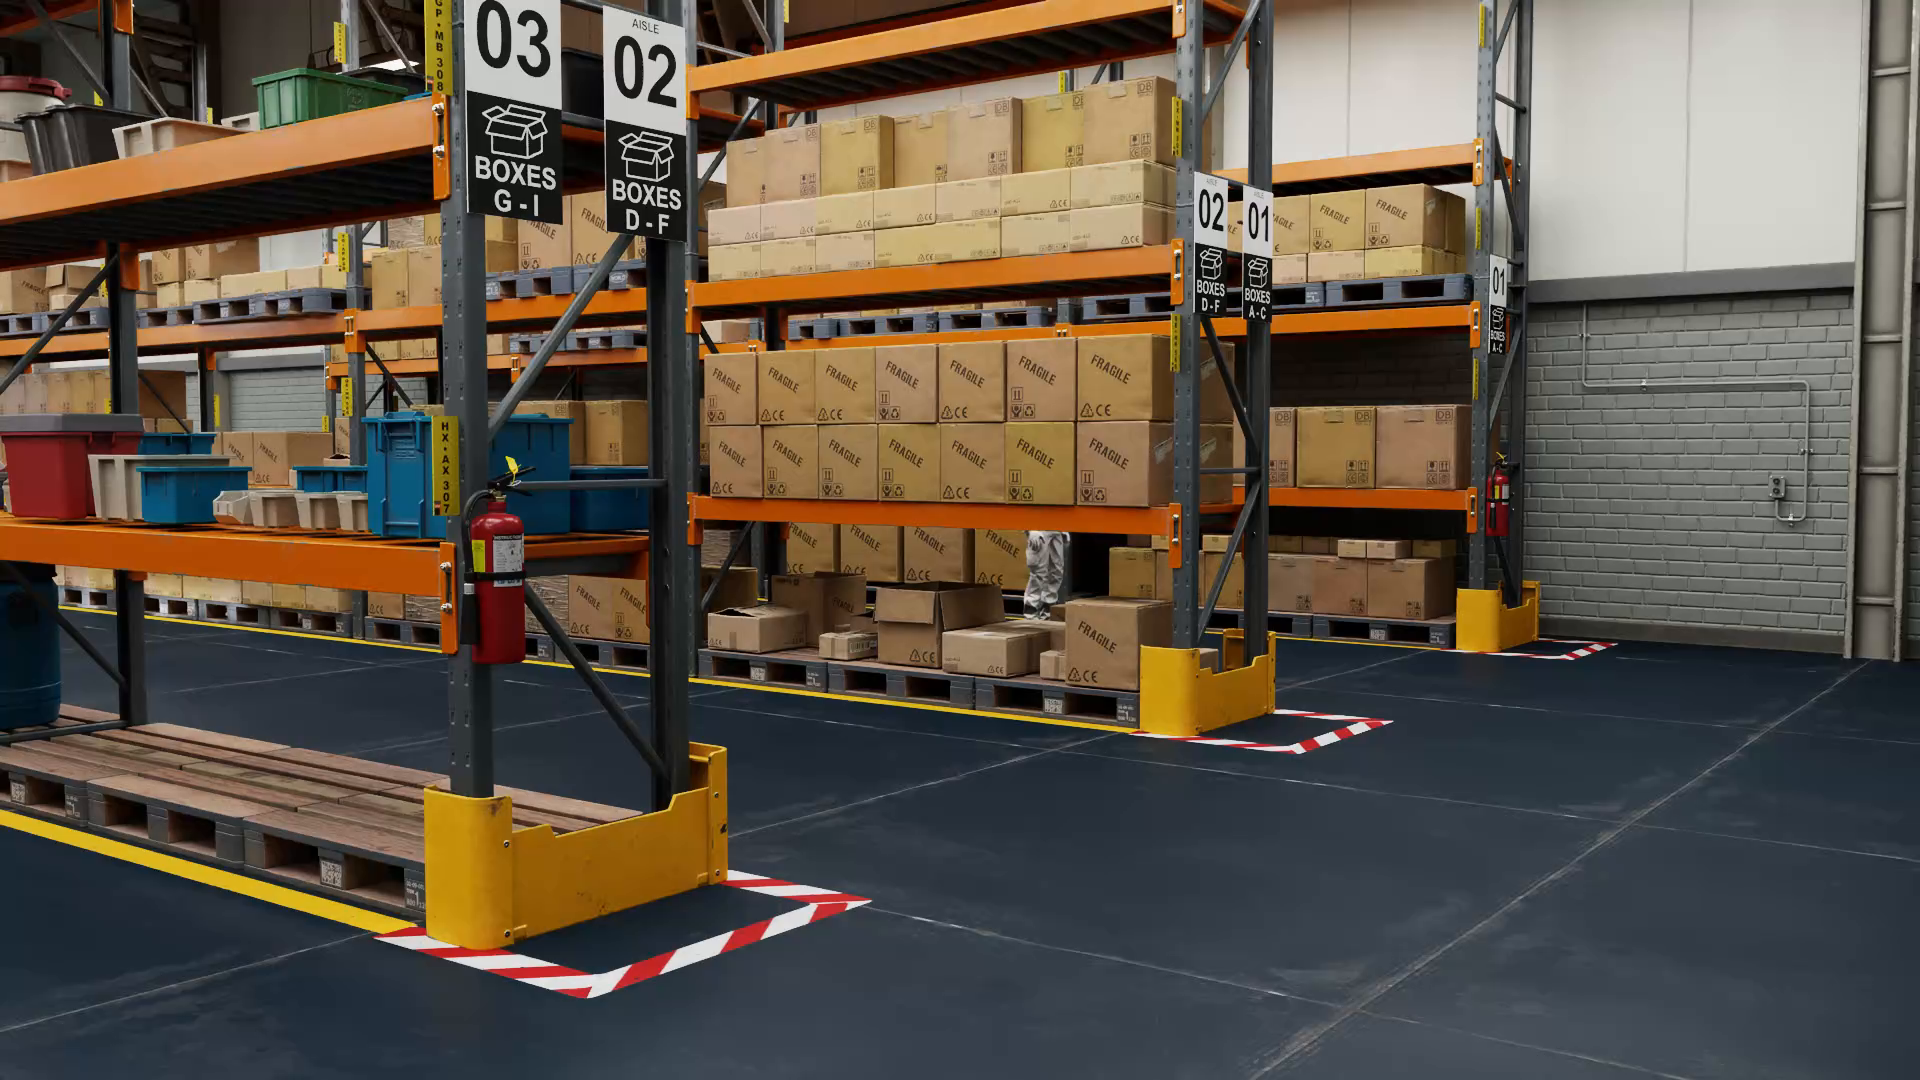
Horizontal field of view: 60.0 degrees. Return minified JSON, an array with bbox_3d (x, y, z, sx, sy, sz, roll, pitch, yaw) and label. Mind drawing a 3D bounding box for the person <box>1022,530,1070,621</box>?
[{"bbox_3d":[0.780,-0.062,14.839,0.448,1.780,0.623,2,4,34],"label":"person"}]
